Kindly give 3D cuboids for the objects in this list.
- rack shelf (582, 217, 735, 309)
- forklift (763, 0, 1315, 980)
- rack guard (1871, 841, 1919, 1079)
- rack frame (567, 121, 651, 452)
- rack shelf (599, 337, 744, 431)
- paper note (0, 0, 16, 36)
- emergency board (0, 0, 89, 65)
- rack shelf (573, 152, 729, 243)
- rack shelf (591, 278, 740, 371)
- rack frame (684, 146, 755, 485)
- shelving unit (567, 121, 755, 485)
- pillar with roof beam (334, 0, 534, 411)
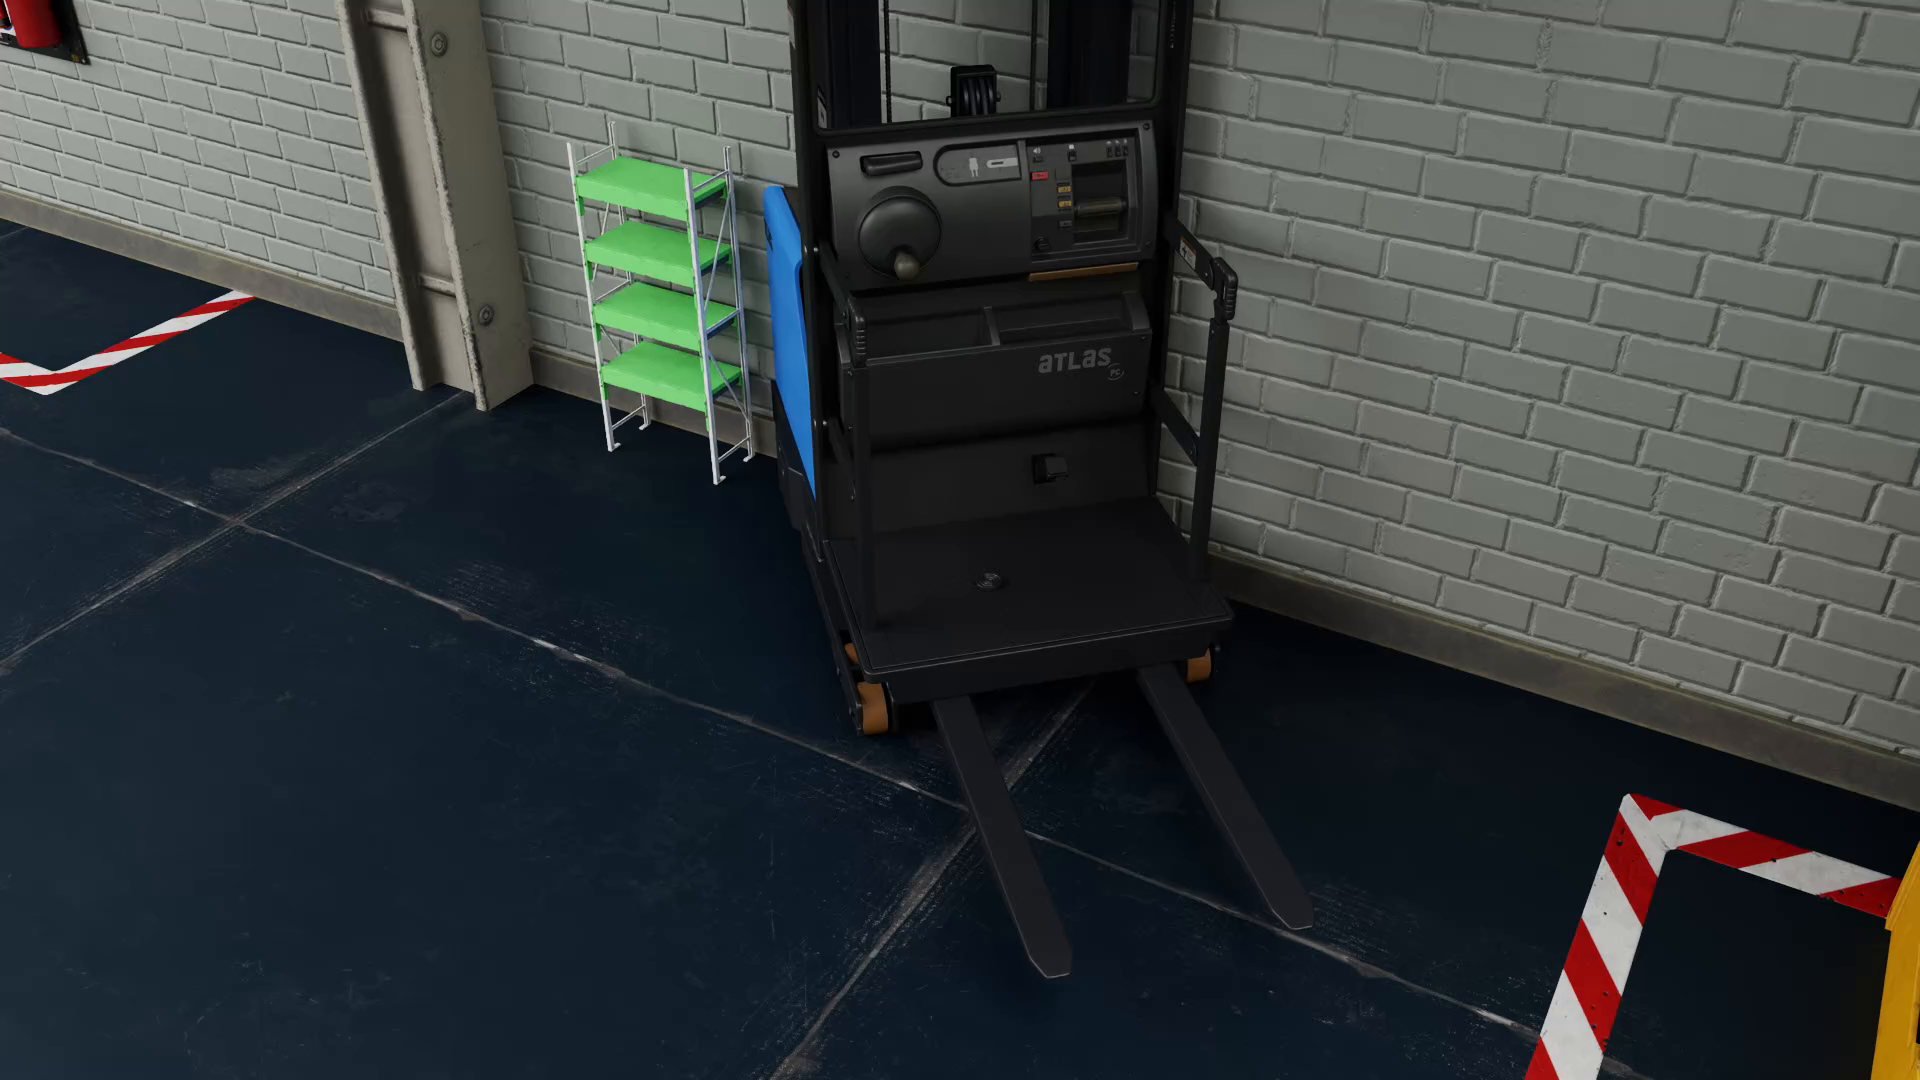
[{"bbox_3d":[-1.044,-0.973,5.810,0.480,0.148,0.258,17,37,24],"label":"rack shelf"},{"bbox_3d":[0.154,-0.882,4.430,1.130,2.935,3.031,-8,34,-12],"label":"forklift"},{"bbox_3d":[2.290,1.056,3.713,0.348,0.500,1.175,18,37,24],"label":"rack guard"},{"bbox_3d":[-1.257,-0.892,6.007,0.015,1.200,0.240,17,37,24],"label":"rack frame"},{"bbox_3d":[-1.044,-0.573,6.076,0.480,0.148,0.258,17,37,24],"label":"rack shelf"},{"bbox_3d":[-4.194,-2.292,7.281,0.142,0.148,0.016,18,37,24],"label":"paper note"},{"bbox_3d":[-4.075,-2.577,6.914,0.643,1.169,0.194,18,37,24],"label":"emergency board"},{"bbox_3d":[-1.044,-1.172,5.677,0.480,0.148,0.258,17,37,24],"label":"rack shelf"},{"bbox_3d":[-1.044,-0.773,5.943,0.480,0.148,0.258,17,37,24],"label":"rack shelf"},{"bbox_3d":[-0.831,-0.760,5.809,0.015,1.200,0.240,17,37,24],"label":"rack frame"},{"bbox_3d":[-1.044,-0.826,5.908,0.503,1.200,0.258,17,37,24],"label":"shelving unit"},{"bbox_3d":[-4.084,-2.304,1.092,0.400,9.000,9.100,18,37,24],"label":"pillar with roof beam"}]
